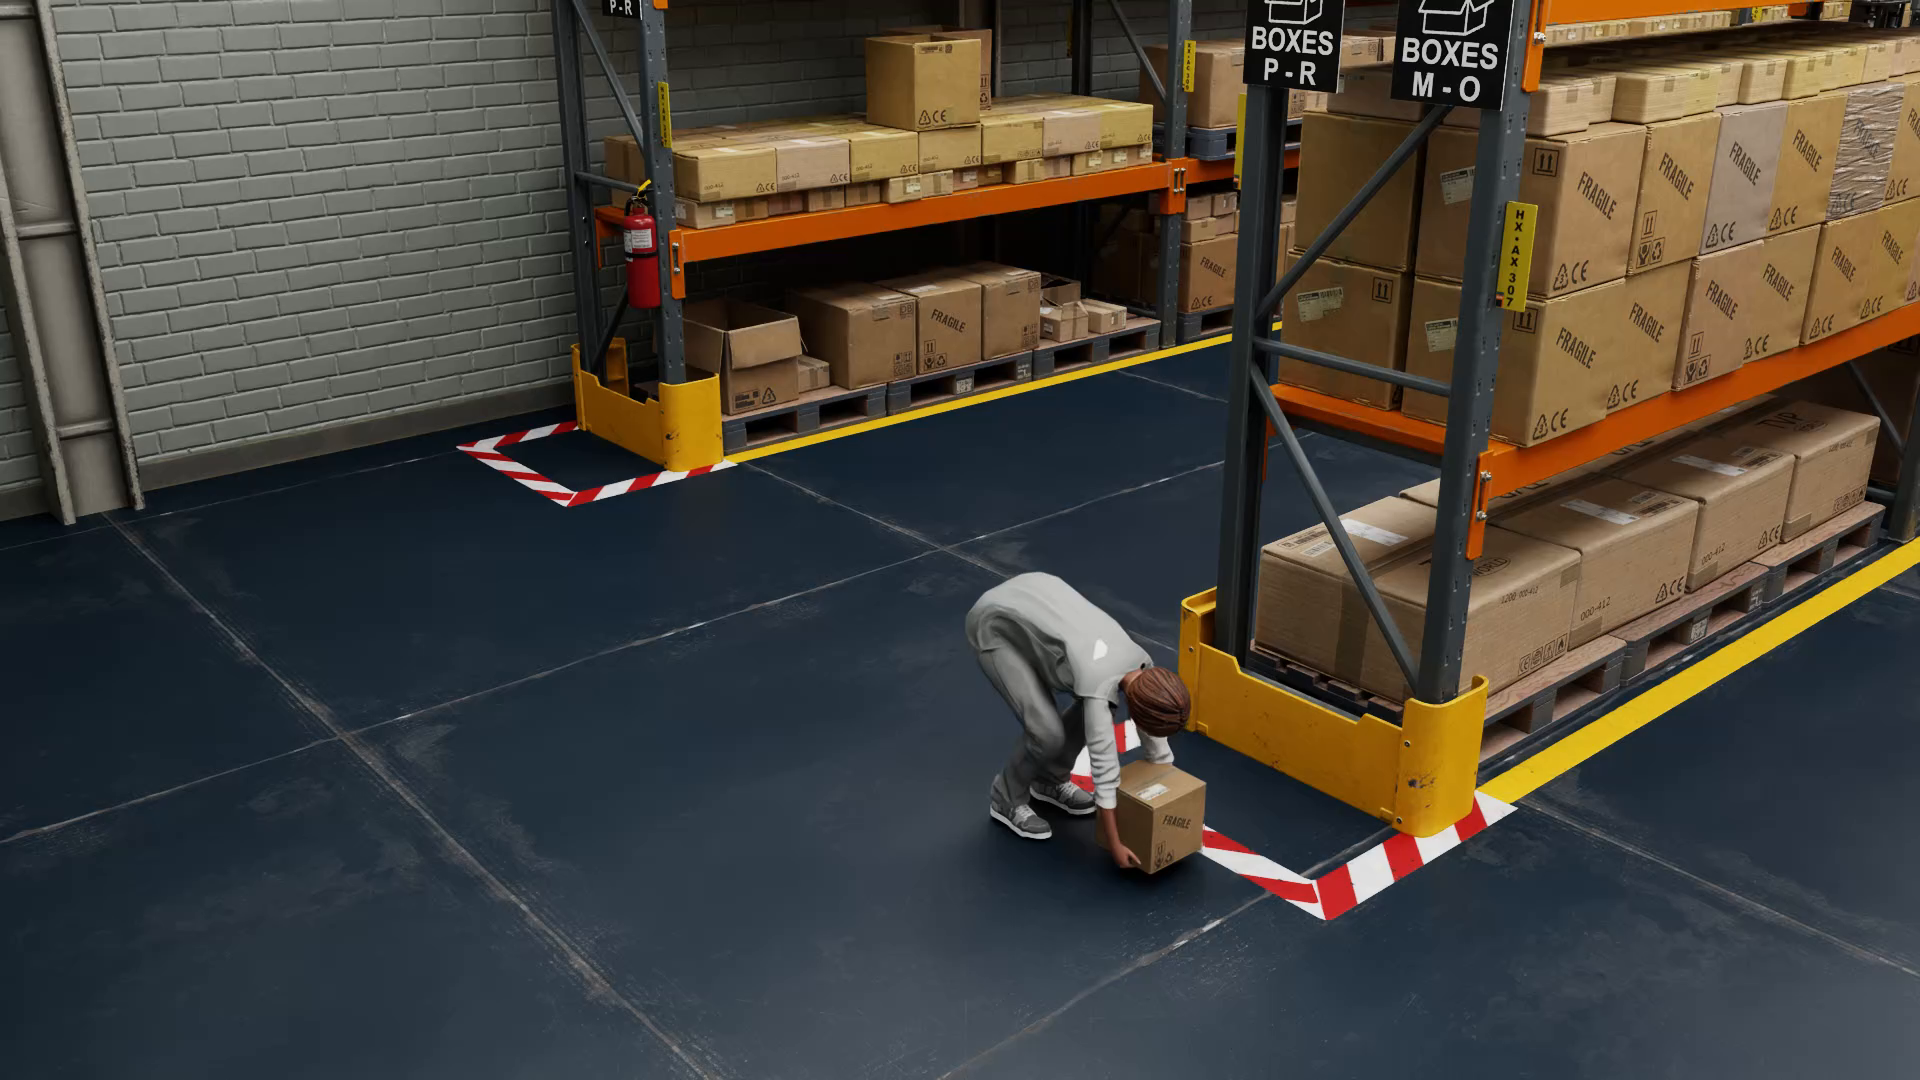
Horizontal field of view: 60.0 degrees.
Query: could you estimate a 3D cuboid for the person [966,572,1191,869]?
[{"bbox_3d":[0.400,0.591,5.564,0.854,0.883,0.421,17,27,37],"label":"person"}]
